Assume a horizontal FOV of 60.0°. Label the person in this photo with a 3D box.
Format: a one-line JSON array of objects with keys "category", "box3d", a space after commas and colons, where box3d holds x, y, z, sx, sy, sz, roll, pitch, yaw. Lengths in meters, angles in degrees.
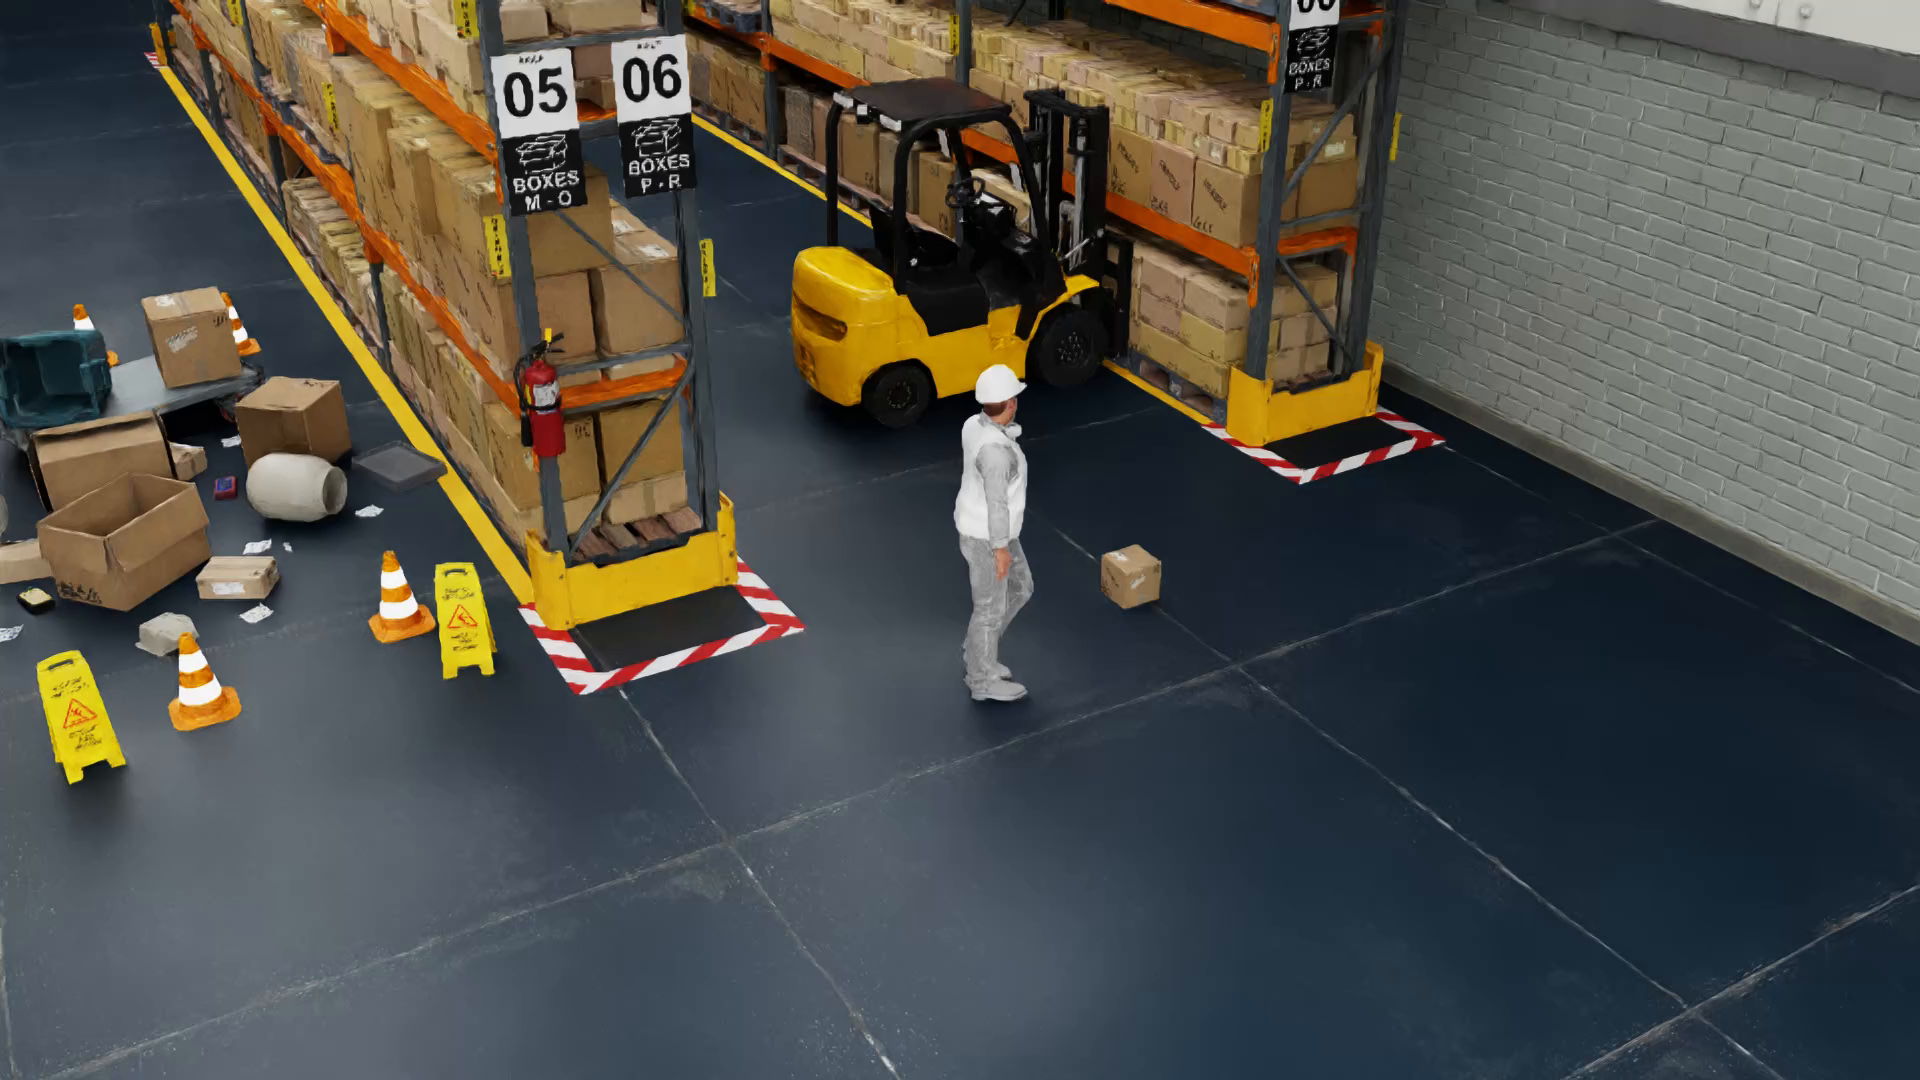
[{"category": "person", "box3d": [0.184, -0.055, 8.642, 0.426, 1.747, 0.657, -2, 29, -4]}]
